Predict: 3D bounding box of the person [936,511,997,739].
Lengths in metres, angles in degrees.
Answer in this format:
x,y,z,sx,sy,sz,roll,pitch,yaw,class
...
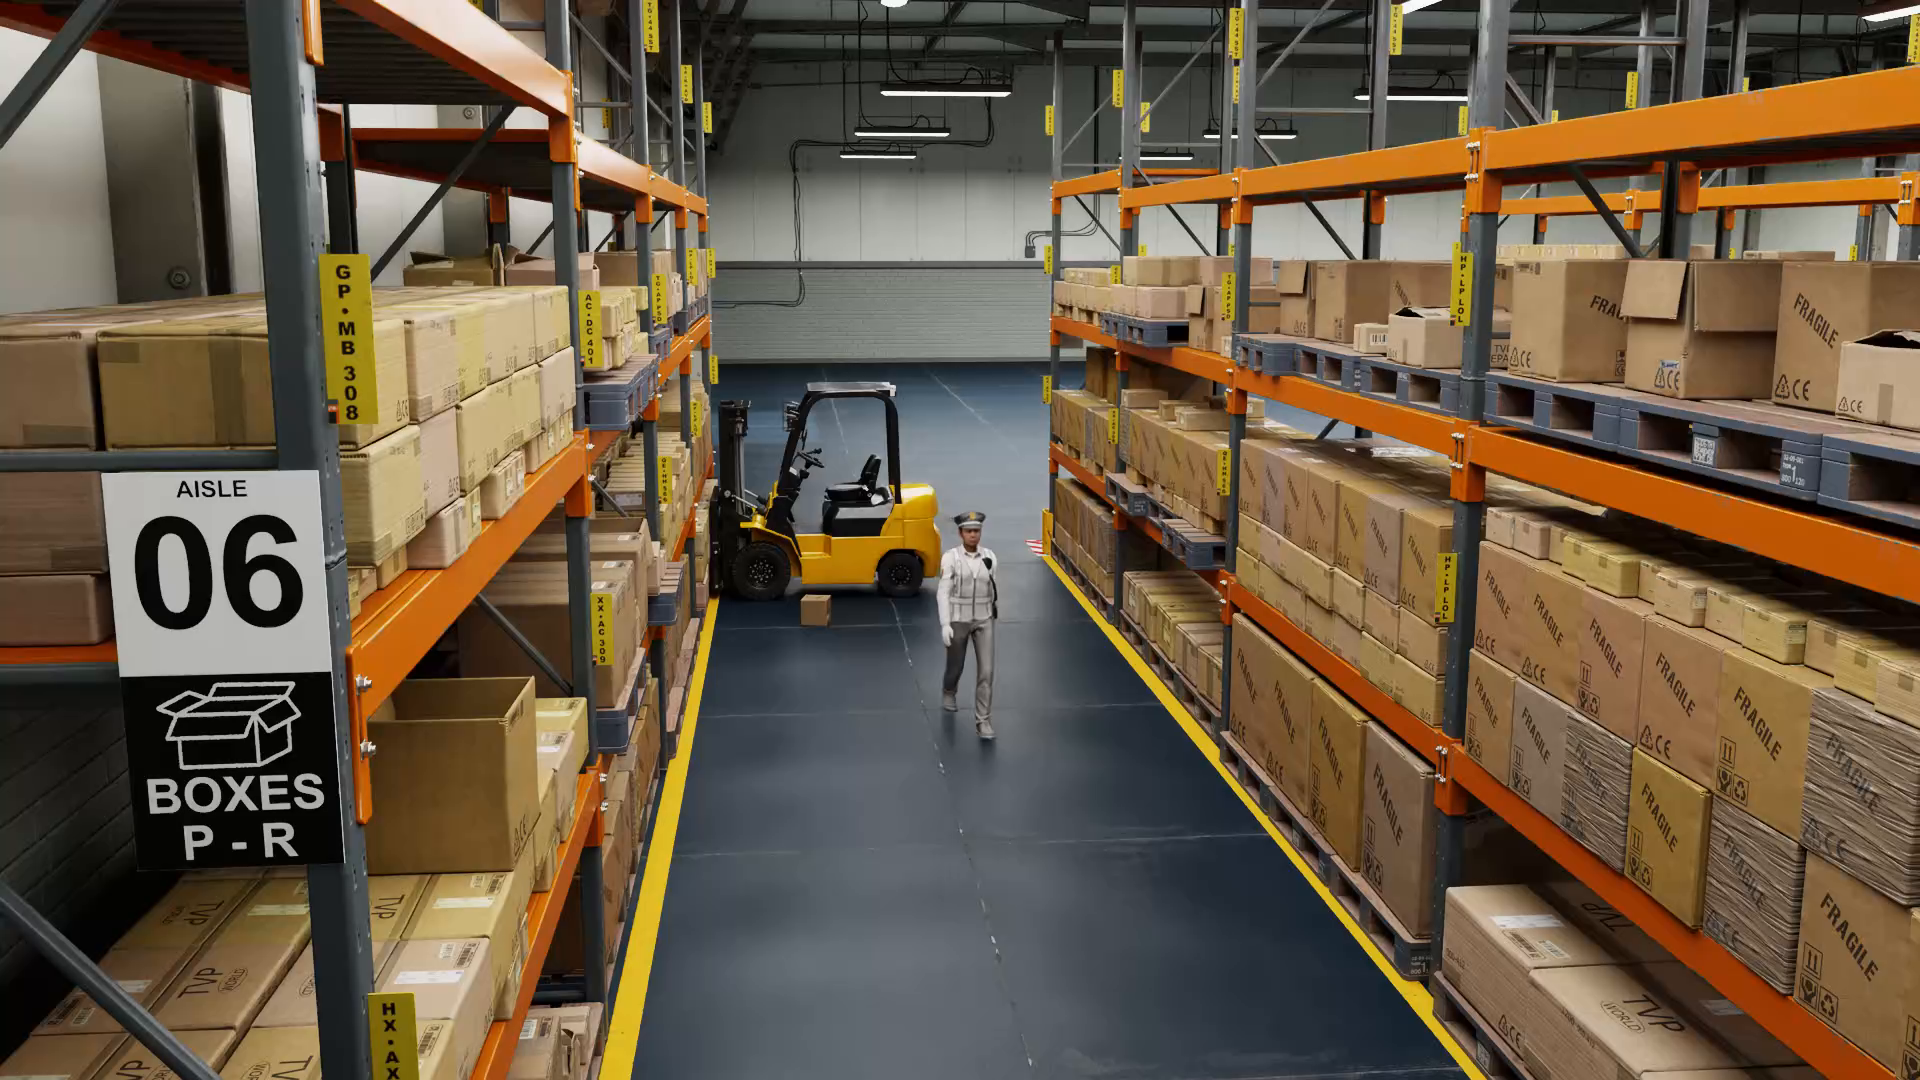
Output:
x,y,z,sx,sy,sz,roll,pitch,yaw,class
0.057,0.594,12.447,0.480,1.651,0.910,-2,10,-11,person
